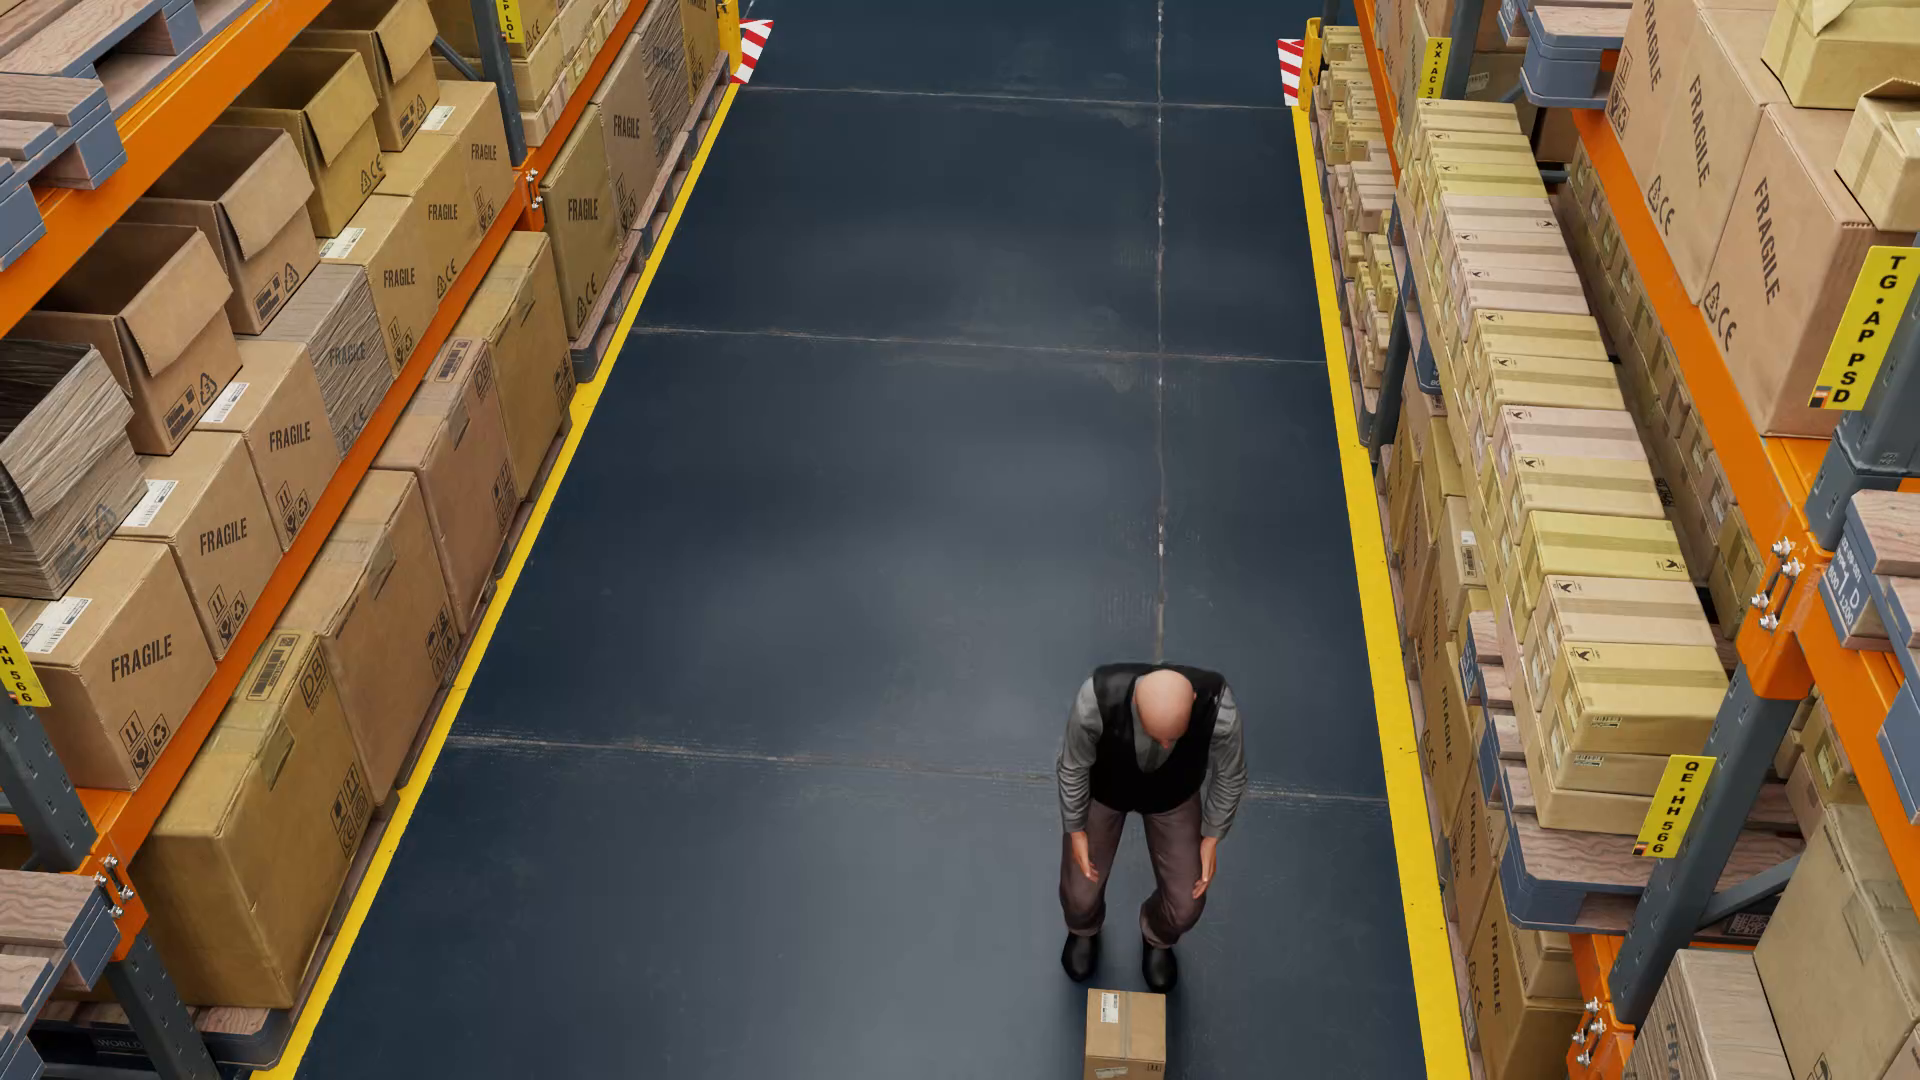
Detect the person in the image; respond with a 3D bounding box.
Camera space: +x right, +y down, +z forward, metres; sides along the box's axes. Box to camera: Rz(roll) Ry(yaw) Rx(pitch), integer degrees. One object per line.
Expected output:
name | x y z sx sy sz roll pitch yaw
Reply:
person | 0.594 0.901 5.347 0.586 1.407 0.602 4 40 4
